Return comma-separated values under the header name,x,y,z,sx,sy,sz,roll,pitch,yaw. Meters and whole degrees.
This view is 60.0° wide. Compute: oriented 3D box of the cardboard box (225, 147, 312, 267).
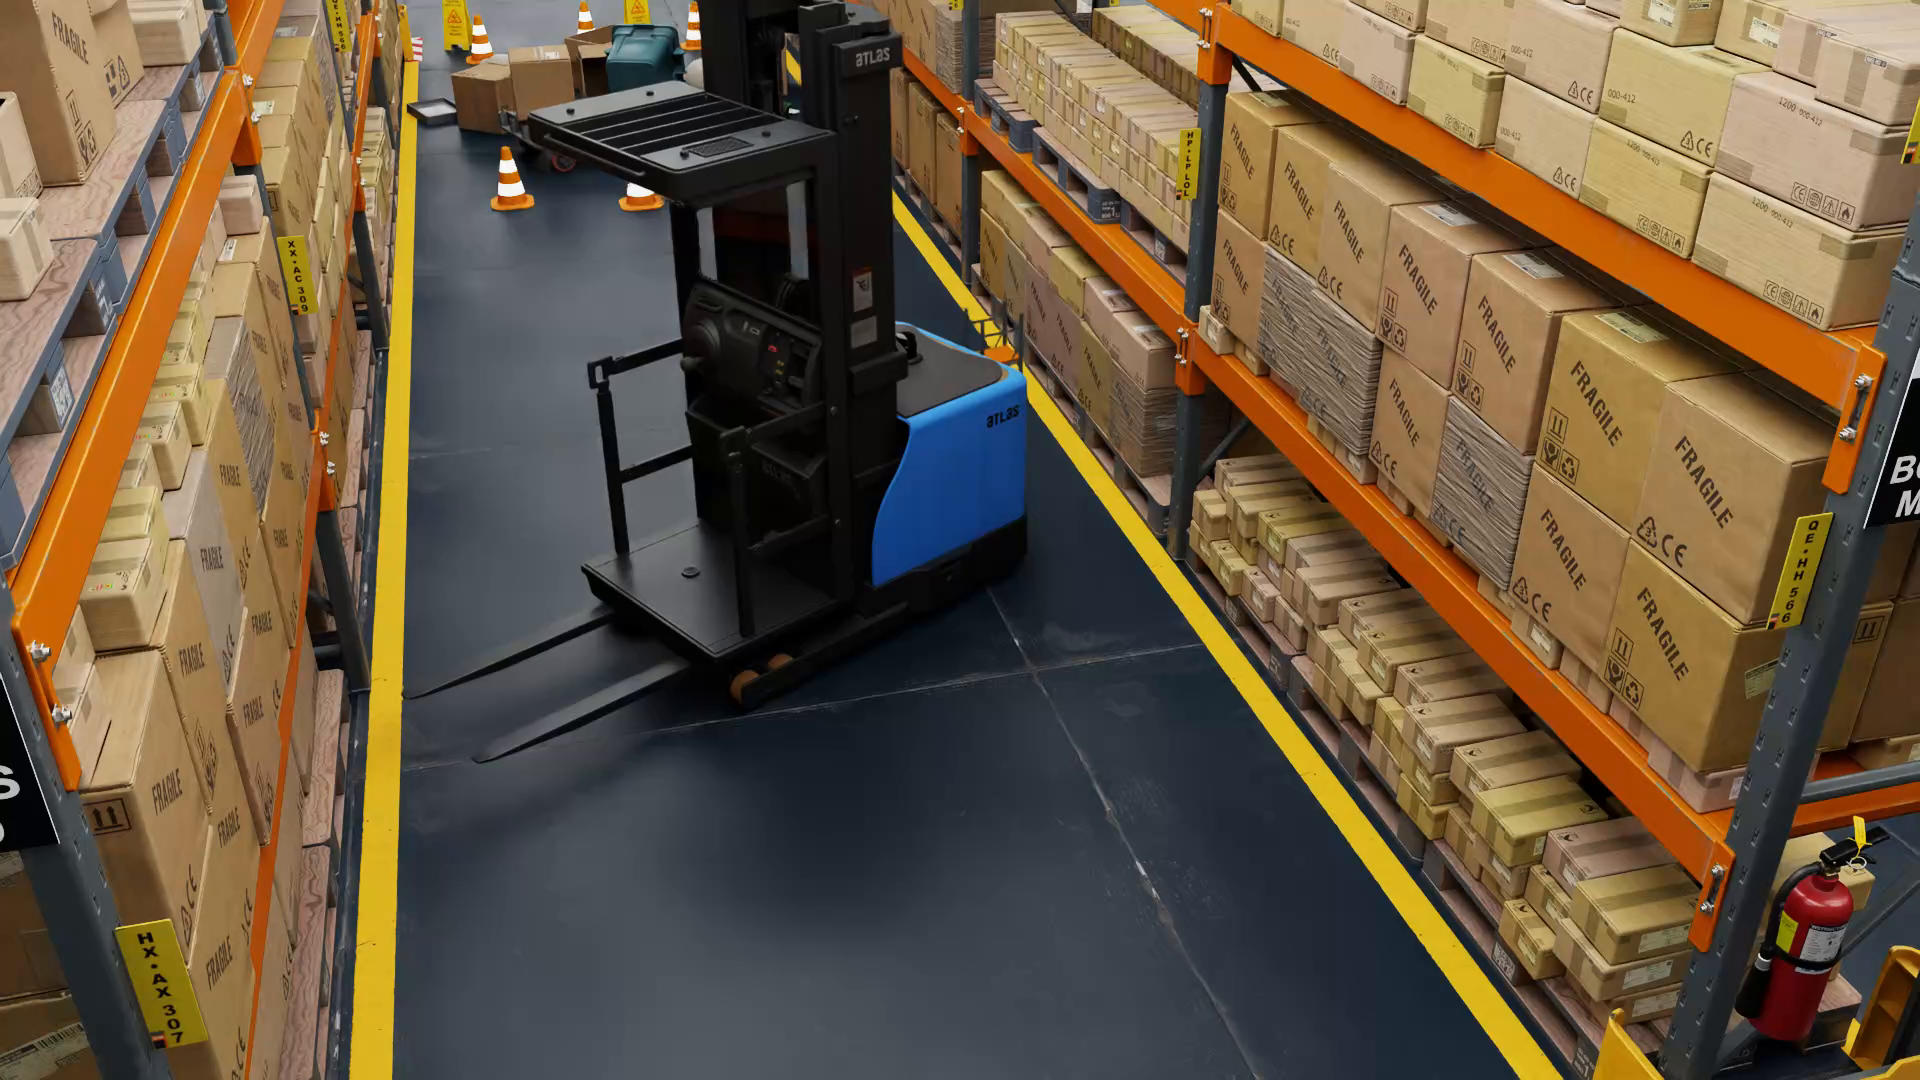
name,x,y,z,sx,sy,sz,roll,pitch,yaw
cardboard box,-3.015,-1.297,6.899,0.500,0.500,0.500,-7,31,-13

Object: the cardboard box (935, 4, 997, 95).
name,x,y,z,sx,sy,sz,roll,pitch,yaw
cardboard box,0.130,-3.434,11.589,0.500,0.500,0.500,-8,31,-13

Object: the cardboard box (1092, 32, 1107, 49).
name,x,y,z,sx,sy,sz,roll,pitch,yaw
cardboard box,1.079,-3.233,10.876,0.380,0.149,0.250,-7,31,-12

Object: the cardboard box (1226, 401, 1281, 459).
name,x,y,z,sx,sy,sz,roll,pitch,yaw
cardboard box,1.630,-0.769,9.161,0.500,0.500,0.500,-7,31,-11

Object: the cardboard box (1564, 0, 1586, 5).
name,x,y,z,sx,sy,sz,roll,pitch,yaw
cardboard box,1.951,-1.712,4.972,0.380,0.149,0.250,-7,31,-12

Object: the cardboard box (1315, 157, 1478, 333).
name,x,y,z,sx,sy,sz,roll,pitch,yaw
cardboard box,1.711,-1.136,6.323,0.500,0.500,0.500,-7,31,-12

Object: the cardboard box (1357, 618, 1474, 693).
name,x,y,z,sx,sy,sz,roll,pitch,yaw
cardboard box,1.852,0.469,6.777,0.380,0.149,0.250,-8,31,-13

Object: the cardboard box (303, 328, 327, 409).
name,x,y,z,sx,sy,sz,roll,pitch,yaw
cardboard box,-3.038,-0.753,7.206,0.500,0.250,0.500,-9,31,-14

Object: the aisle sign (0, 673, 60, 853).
name,x,y,z,sx,sy,sz,roll,pitch,yaw
aisle sign,-1.815,0.233,2.759,0.394,0.787,0.004,-8,31,-13

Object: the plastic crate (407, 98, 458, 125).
name,x,y,z,sx,sy,sz,roll,pitch,yaw
plastic crate,-4.925,-4.038,15.646,0.402,0.080,0.583,-20,35,-30

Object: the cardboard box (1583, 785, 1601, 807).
name,x,y,z,sx,sy,sz,roll,pitch,yaw
cardboard box,2.618,1.038,6.388,0.380,0.149,0.250,-7,31,-13

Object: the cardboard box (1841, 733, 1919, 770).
name,x,y,z,sx,sy,sz,roll,pitch,yaw
cardboard box,2.862,0.563,5.033,0.380,0.149,0.250,-8,31,-14

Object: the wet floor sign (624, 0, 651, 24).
name,x,y,z,sx,sy,sz,roll,pitch,yaw
wet floor sign,-3.531,-5.805,18.135,0.267,0.644,0.232,-13,33,-22

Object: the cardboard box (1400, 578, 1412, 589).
name,x,y,z,sx,sy,sz,roll,pitch,yaw
cardboard box,2.191,0.267,7.425,0.380,0.149,0.250,-7,31,-12

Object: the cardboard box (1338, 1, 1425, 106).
name,x,y,z,sx,sy,sz,roll,pitch,yaw
cardboard box,1.700,-1.757,5.947,0.500,0.250,0.500,-7,31,-11

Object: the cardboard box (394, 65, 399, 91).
name,x,y,z,sx,sy,sz,roll,pitch,yaw
cardboard box,-5.491,-4.259,15.439,0.500,0.250,0.500,-8,31,-14

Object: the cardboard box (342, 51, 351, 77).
name,x,y,z,sx,sy,sz,roll,pitch,yaw
cardboard box,-4.268,-3.172,11.067,0.380,0.149,0.250,-8,31,-13

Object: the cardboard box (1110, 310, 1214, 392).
name,x,y,z,sx,sy,sz,roll,pitch,yaw
cardboard box,1.129,-1.028,8.859,0.500,0.250,0.500,-9,31,-15

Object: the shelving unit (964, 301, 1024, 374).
name,x,y,z,sx,sy,sz,roll,pitch,yaw
shelving unit,0.169,-0.628,8.637,0.258,1.200,0.189,-14,33,-22

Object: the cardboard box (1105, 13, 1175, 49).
name,x,y,z,sx,sy,sz,roll,pitch,yaw
cardboard box,1.145,-3.242,10.595,0.380,0.149,0.250,-8,31,-14

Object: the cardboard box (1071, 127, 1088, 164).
name,x,y,z,sx,sy,sz,roll,pitch,yaw
cardboard box,0.854,-2.273,9.515,0.380,0.149,0.250,-9,31,-15

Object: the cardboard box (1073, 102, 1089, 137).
name,x,y,z,sx,sy,sz,roll,pitch,yaw
cardboard box,0.862,-2.399,9.435,0.380,0.149,0.250,-7,31,-11

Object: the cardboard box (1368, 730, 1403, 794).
name,x,y,z,sx,sy,sz,roll,pitch,yaw
cardboard box,1.879,0.863,6.691,0.380,0.149,0.250,-7,31,-12

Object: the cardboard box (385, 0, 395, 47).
name,x,y,z,sx,sy,sz,roll,pitch,yaw
cardboard box,-5.627,-4.834,15.684,0.500,0.500,0.500,-9,31,-14

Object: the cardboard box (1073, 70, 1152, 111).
name,x,y,z,sx,sy,sz,roll,pitch,yaw
cardboard box,0.857,-2.535,9.373,0.380,0.149,0.250,-8,31,-14

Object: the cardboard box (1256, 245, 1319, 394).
name,x,y,z,sx,sy,sz,roll,pitch,yaw
cardboard box,1.597,-0.939,6.981,0.500,0.500,0.500,-8,31,-13

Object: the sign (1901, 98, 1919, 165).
name,x,y,z,sx,sy,sz,roll,pitch,yaw
sign,2.092,-0.963,3.541,0.100,0.325,0.005,-8,31,-13

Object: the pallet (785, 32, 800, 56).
name,x,y,z,sx,sy,sz,roll,pitch,yaw
pallet,-1.327,-5.490,18.025,1.003,0.211,1.213,-8,31,-13

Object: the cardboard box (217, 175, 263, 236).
name,x,y,z,sx,sy,sz,roll,pitch,yaw
cardboard box,-2.787,-1.221,6.119,0.380,0.149,0.250,-8,31,-14

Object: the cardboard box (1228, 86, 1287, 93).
name,x,y,z,sx,sy,sz,roll,pitch,yaw
cardboard box,1.631,-2.362,9.074,0.380,0.149,0.250,-8,31,-14

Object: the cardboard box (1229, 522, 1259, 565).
name,x,y,z,sx,sy,sz,roll,pitch,yaw
cardboard box,1.512,-0.026,7.930,0.380,0.149,0.250,-8,31,-13

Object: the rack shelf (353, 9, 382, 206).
name,x,y,z,sx,sy,sz,roll,pitch,yaw
rack shelf,-4.768,-3.157,11.928,1.077,0.370,4.000,-8,31,-13

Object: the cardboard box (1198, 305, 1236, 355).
name,x,y,z,sx,sy,sz,roll,pitch,yaw
cardboard box,1.330,-0.988,7.714,0.380,0.149,0.250,-7,31,-11

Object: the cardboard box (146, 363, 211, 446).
name,x,y,z,sx,sy,sz,roll,pitch,yaw
cardboard box,-2.312,-0.358,4.629,0.380,0.149,0.250,-9,31,-14

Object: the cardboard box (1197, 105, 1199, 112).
name,x,y,z,sx,sy,sz,roll,pitch,yaw
cardboard box,1.556,-2.364,9.374,0.380,0.149,0.250,-8,31,-14

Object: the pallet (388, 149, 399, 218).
name,x,y,z,sx,sy,sz,roll,pitch,yaw
pallet,-5.091,-2.851,13.466,1.003,0.211,1.213,-8,31,-13

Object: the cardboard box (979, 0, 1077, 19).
name,x,y,z,sx,sy,sz,roll,pitch,yaw
cardboard box,0.399,-3.903,11.402,0.700,0.500,0.500,-8,31,-14

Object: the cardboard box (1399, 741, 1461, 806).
name,x,y,z,sx,sy,sz,roll,pitch,yaw
cardboard box,1.927,0.862,6.396,0.380,0.149,0.250,-7,31,-13

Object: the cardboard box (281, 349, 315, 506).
name,x,y,z,sx,sy,sz,roll,pitch,yaw
cardboard box,-2.806,-0.424,6.388,0.500,0.500,0.500,-8,31,-13

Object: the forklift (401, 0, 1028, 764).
name,x,y,z,sx,sy,sz,roll,pitch,yaw
forklift,-1.079,-0.811,7.225,3.031,2.935,1.130,-25,38,-36

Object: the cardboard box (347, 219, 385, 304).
name,x,y,z,sx,sy,sz,roll,pitch,yaw
cardboard box,-4.377,-1.821,11.106,0.950,0.372,0.625,-10,32,-17

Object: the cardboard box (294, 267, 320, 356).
name,x,y,z,sx,sy,sz,roll,pitch,yaw
cardboard box,-3.020,-0.972,7.085,0.500,0.250,0.500,-9,31,-15

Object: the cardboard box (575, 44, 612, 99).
name,x,y,z,sx,sy,sz,roll,pitch,yaw
cardboard box,-3.197,-4.382,15.683,0.797,0.637,0.503,-8,31,-13

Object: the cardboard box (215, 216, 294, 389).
name,x,y,z,sx,sy,sz,roll,pitch,yaw
cardboard box,-2.784,-0.855,6.135,0.500,0.500,0.500,-8,31,-14

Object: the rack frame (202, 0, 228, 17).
name,x,y,z,sx,sy,sz,roll,pitch,yaw
rack frame,-3.175,-3.167,5.238,1.000,3.000,0.127,-8,31,-13

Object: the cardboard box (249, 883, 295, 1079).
name,x,y,z,sx,sy,sz,roll,pitch,yaw
cardboard box,-2.636,1.542,5.229,0.875,0.438,0.875,-7,31,-12

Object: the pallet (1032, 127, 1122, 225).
name,x,y,z,sx,sy,sz,roll,pitch,yaw
pallet,1.074,-2.176,9.706,1.003,0.211,1.213,-8,31,-13

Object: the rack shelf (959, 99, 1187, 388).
name,x,y,z,sx,sy,sz,roll,pitch,yaw
rack shelf,1.039,-1.932,9.812,1.077,0.370,4.000,-8,31,-13

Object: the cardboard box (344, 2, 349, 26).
name,x,y,z,sx,sy,sz,roll,pitch,yaw
cardboard box,-4.426,-3.610,11.177,0.500,0.500,0.500,-7,31,-12

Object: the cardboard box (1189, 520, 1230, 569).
name,x,y,z,sx,sy,sz,roll,pitch,yaw
cardboard box,1.357,-0.007,8.194,0.380,0.149,0.250,-9,31,-15

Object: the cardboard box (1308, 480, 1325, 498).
name,x,y,z,sx,sy,sz,roll,pitch,yaw
cardboard box,1.916,-0.345,8.185,0.380,0.149,0.250,-7,31,-12

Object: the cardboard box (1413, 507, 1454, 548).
name,x,y,z,sx,sy,sz,roll,pitch,yaw
cardboard box,1.930,-0.116,6.208,0.380,0.149,0.250,-7,31,-12

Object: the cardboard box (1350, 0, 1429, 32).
name,x,y,z,sx,sy,sz,roll,pitch,yaw
cardboard box,1.715,-1.977,5.827,0.500,0.250,0.500,-7,31,-12

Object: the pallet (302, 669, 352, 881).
name,x,y,z,sx,sy,sz,roll,pitch,yaw
pallet,-3.049,1.014,6.787,1.003,0.211,1.213,-8,31,-13
